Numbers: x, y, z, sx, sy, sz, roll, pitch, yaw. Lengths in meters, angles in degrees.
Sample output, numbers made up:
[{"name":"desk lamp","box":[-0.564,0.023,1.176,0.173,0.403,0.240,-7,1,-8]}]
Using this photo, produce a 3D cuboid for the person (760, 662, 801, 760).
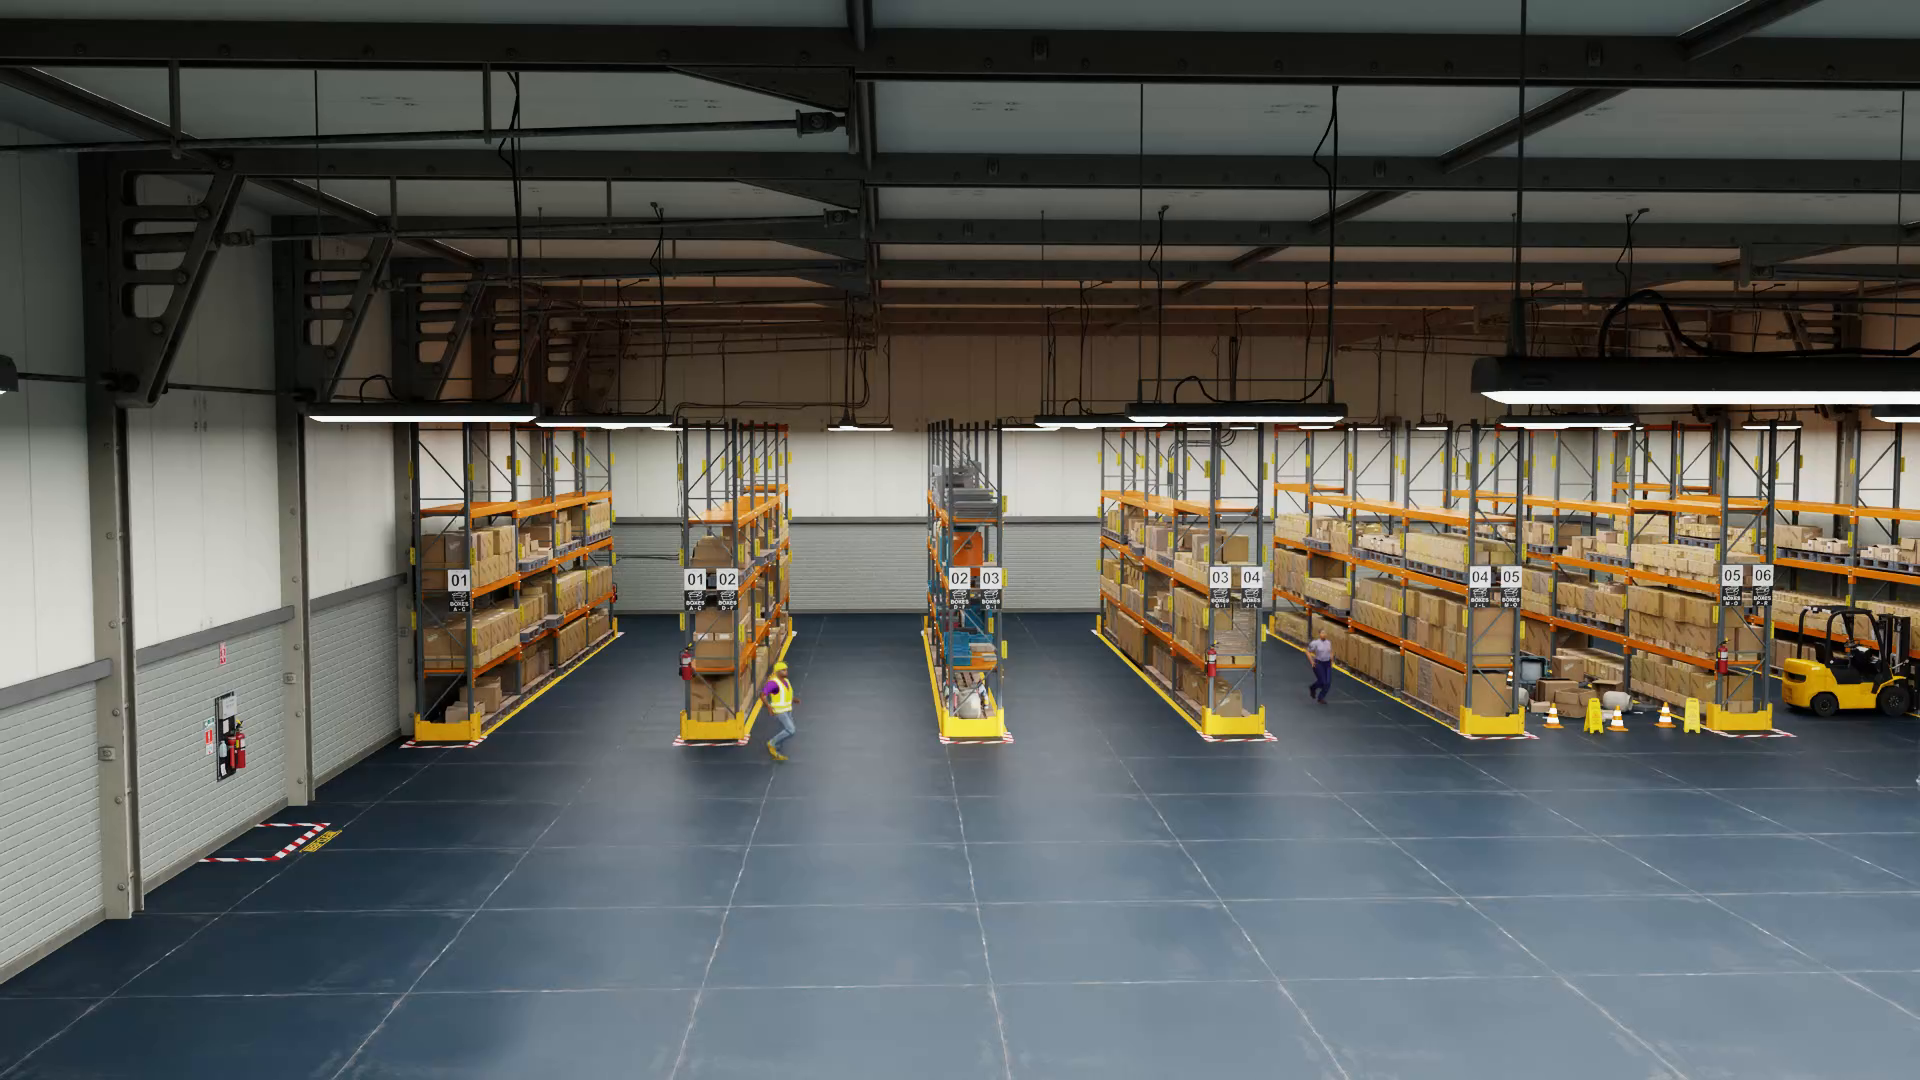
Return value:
[{"name":"person","box":[-3.076,2.994,29.027,0.595,1.722,0.696,2,4,23]}]

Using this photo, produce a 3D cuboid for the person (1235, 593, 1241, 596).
[{"name":"person","box":[7.683,1.819,47.499,0.743,1.789,0.665,2,4,30]}]

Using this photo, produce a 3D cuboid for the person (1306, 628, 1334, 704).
[{"name":"person","box":[7.672,2.680,35.201,0.607,1.592,0.547,-1,4,-19]}]
